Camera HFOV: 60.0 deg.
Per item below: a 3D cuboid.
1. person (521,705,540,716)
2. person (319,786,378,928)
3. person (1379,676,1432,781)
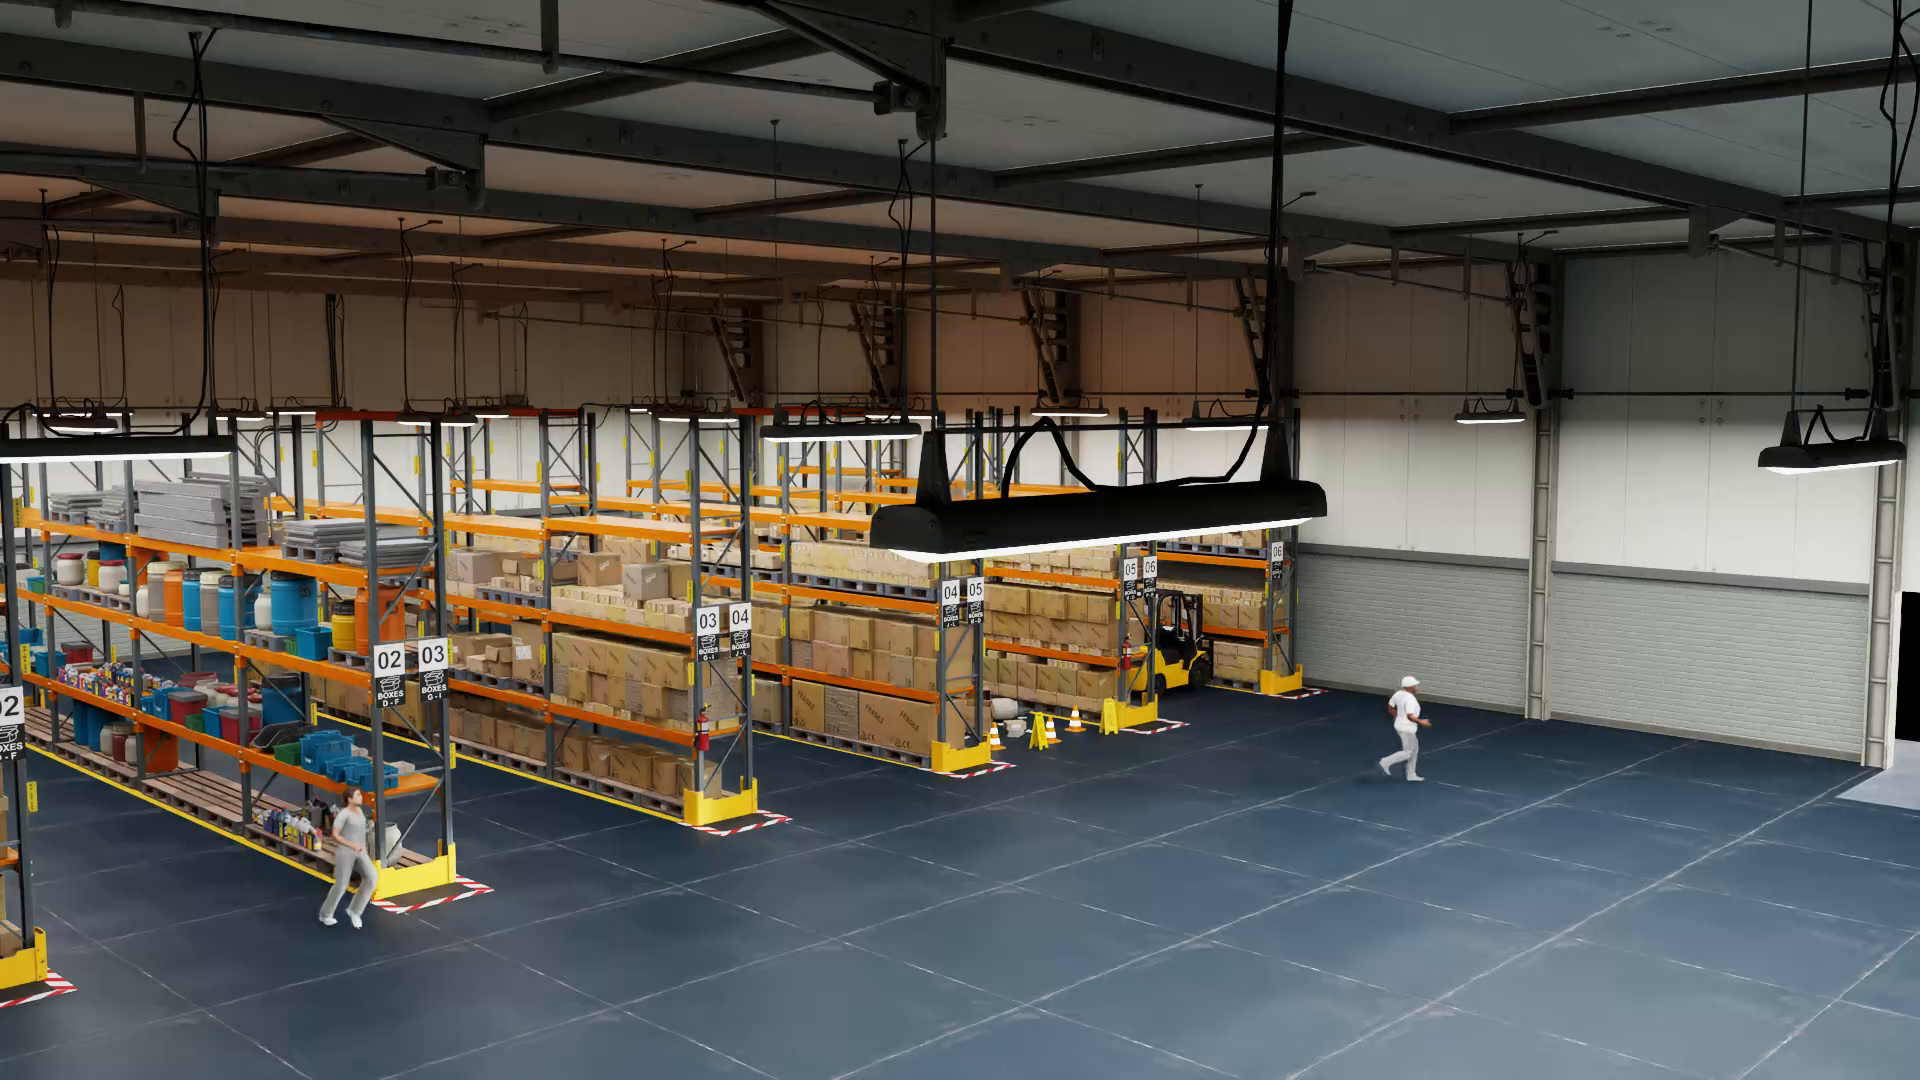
[{"bbox_3d":[-8.235,2.637,31.967,0.953,1.700,0.672,4,7,39],"label":"person"},{"bbox_3d":[-7.248,3.760,19.842,0.660,1.658,0.628,2,5,21],"label":"person"},{"bbox_3d":[7.179,3.076,27.020,0.829,1.734,0.688,-1,5,-8],"label":"person"}]
